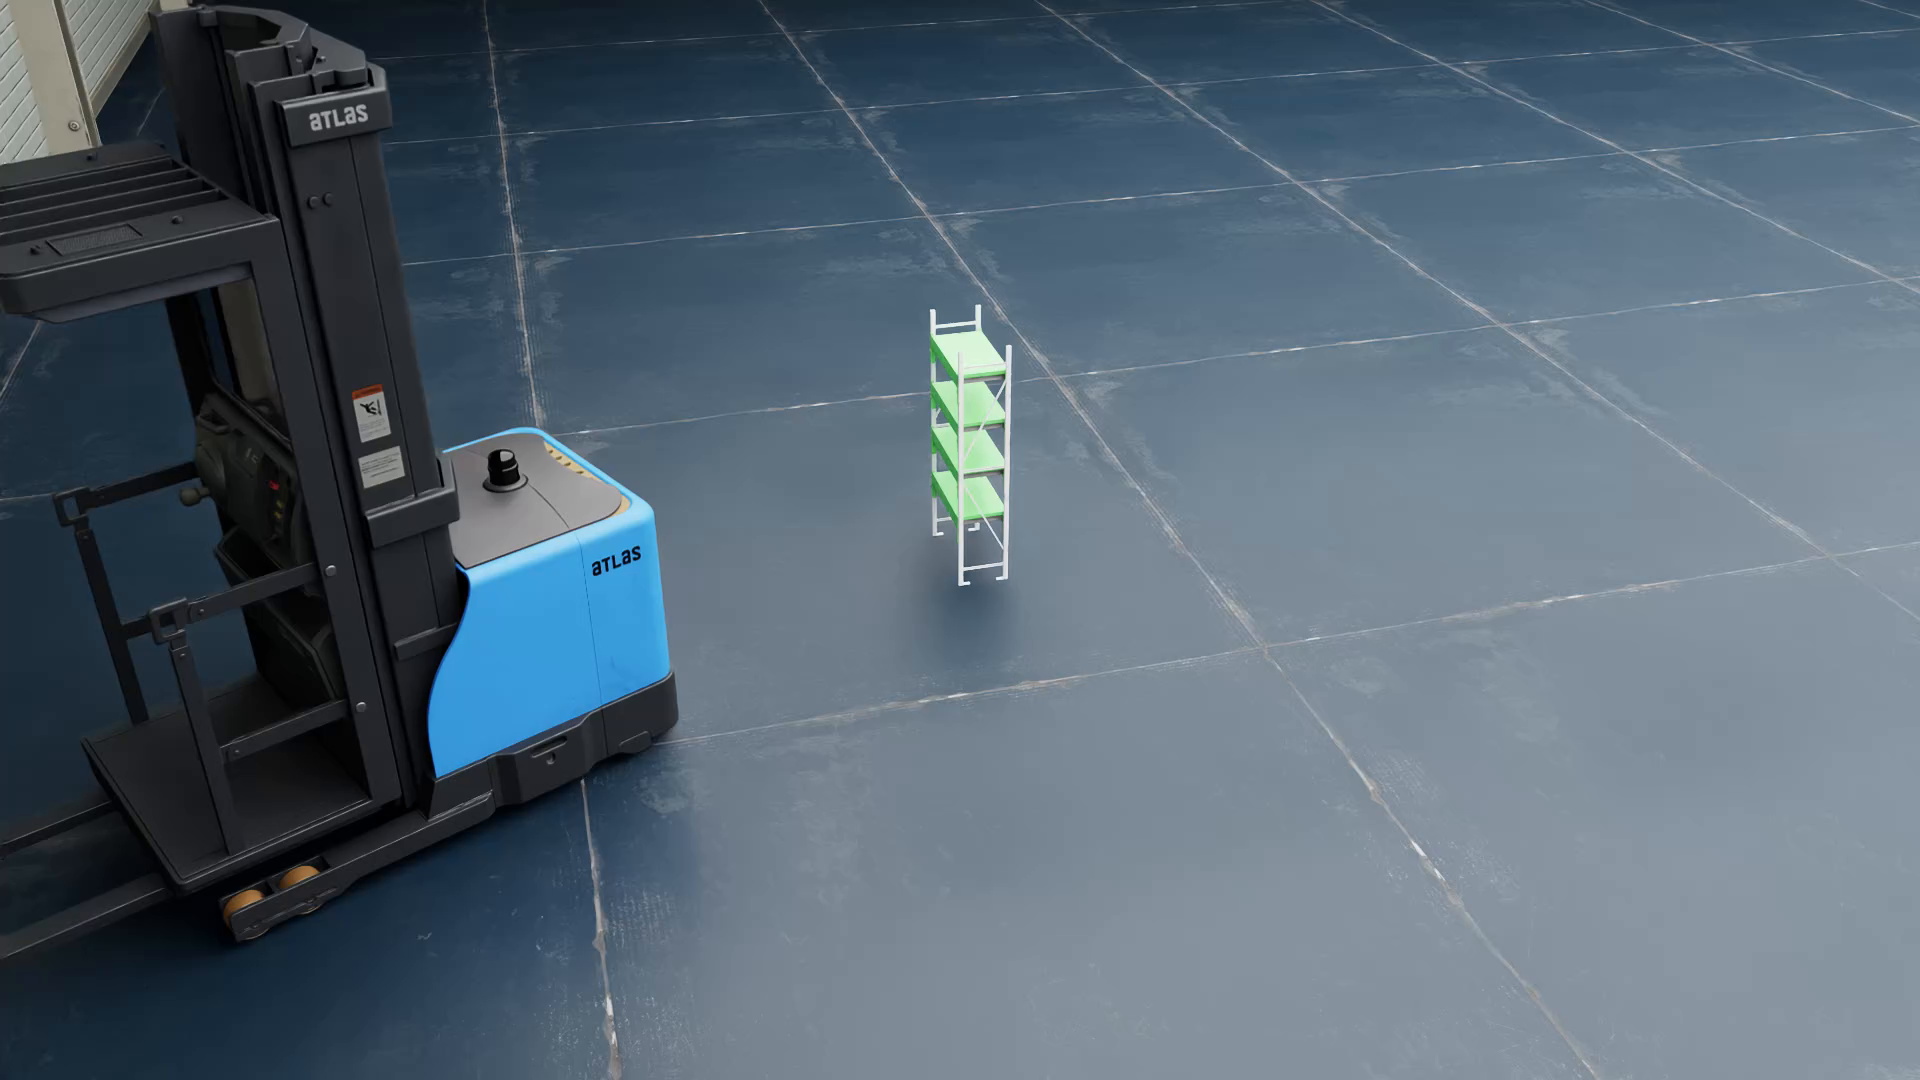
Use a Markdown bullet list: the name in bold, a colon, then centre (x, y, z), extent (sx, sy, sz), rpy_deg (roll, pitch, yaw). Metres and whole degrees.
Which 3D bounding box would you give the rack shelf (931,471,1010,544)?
- **rack shelf**: centre (0.044, -0.176, 7.964), extent (0.258, 0.148, 0.480), rpy_deg (-8, 31, -13)

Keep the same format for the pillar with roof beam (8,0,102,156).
- **pillar with roof beam**: centre (-2.978, -7.495, 12.217), extent (9.100, 9.000, 0.400), rpy_deg (-8, 31, -13)

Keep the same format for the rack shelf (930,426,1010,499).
- **rack shelf**: centre (0.044, -0.384, 7.843), extent (0.258, 0.148, 0.480), rpy_deg (-8, 31, -13)

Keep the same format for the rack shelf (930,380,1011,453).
- **rack shelf**: centre (0.044, -0.592, 7.723), extent (0.258, 0.148, 0.480), rpy_deg (-8, 31, -13)

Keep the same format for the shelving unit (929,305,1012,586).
- **shelving unit**: centre (0.044, -0.439, 7.811), extent (0.258, 1.200, 0.503), rpy_deg (-8, 31, -13)

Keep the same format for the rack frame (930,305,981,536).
- **rack frame**: centre (-0.021, -0.557, 8.015), extent (0.240, 1.200, 0.015), rpy_deg (-8, 31, -13)

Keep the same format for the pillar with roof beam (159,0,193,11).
- **pillar with roof beam**: centre (-4.570, -10.393, 17.223), extent (9.100, 9.000, 0.400), rpy_deg (-8, 31, -13)

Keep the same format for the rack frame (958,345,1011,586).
- **rack frame**: centre (0.109, -0.321, 7.608), extent (0.240, 1.200, 0.015), rpy_deg (-8, 31, -13)

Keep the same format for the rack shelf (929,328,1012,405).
- **rack shelf**: centre (0.044, -0.799, 7.603), extent (0.258, 0.148, 0.480), rpy_deg (-8, 31, -13)

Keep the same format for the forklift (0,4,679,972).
- **forklift**: centre (-2.602, -0.168, 5.614), extent (3.031, 2.935, 1.130), rpy_deg (-23, 37, -34)
